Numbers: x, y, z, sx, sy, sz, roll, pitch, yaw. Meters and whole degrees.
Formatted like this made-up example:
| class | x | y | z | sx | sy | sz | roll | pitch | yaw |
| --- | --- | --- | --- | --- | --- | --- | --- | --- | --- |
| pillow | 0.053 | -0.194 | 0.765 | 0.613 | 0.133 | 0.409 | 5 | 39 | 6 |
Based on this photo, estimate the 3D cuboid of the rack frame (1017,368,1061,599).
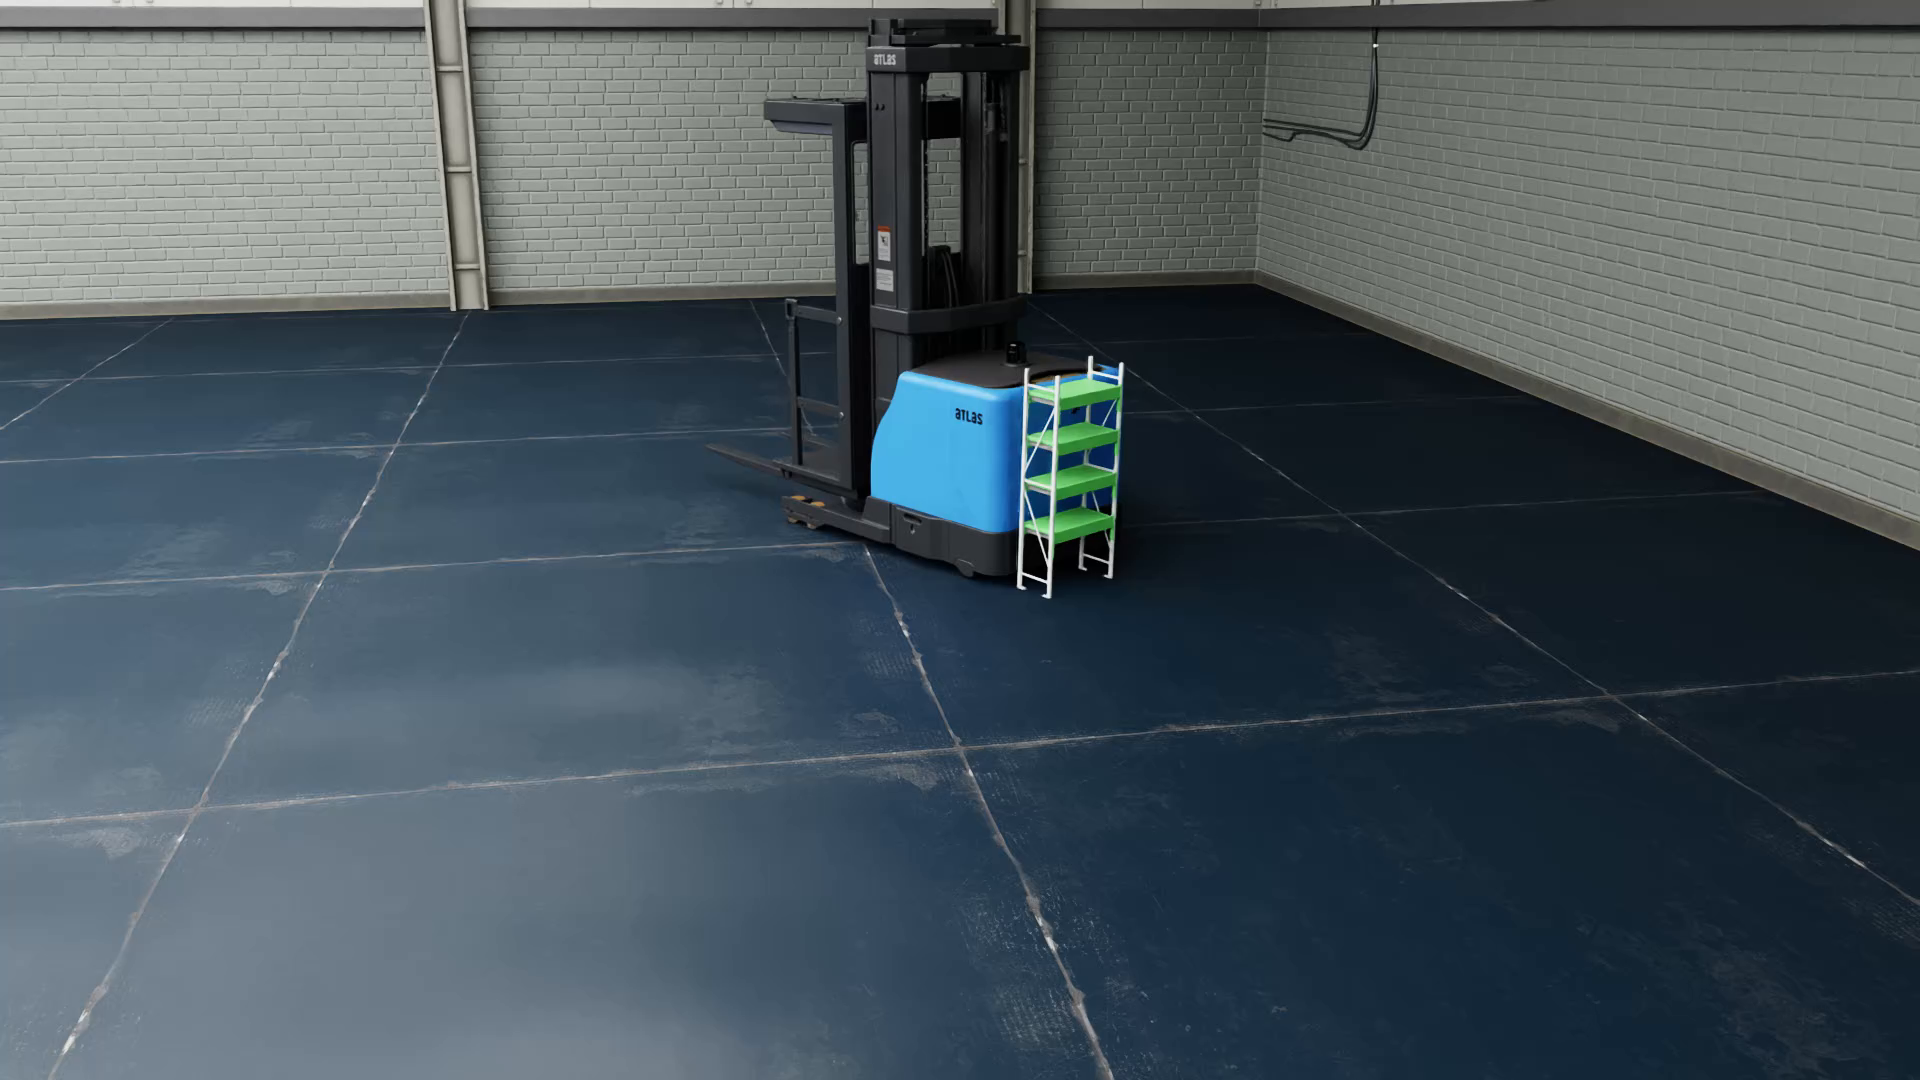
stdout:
| class | x | y | z | sx | sy | sz | roll | pitch | yaw |
| --- | --- | --- | --- | --- | --- | --- | --- | --- | --- |
| rack frame | 0.410 | -0.289 | 8.696 | 0.015 | 1.200 | 0.240 | -16 | 25 | -41 |

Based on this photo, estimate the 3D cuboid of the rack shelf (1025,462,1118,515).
| class | x | y | z | sx | sy | sz | roll | pitch | yaw |
| --- | --- | --- | --- | --- | --- | --- | --- | --- | --- |
| rack shelf | 0.585 | -0.278 | 8.876 | 0.480 | 0.148 | 0.258 | -16 | 25 | -41 |

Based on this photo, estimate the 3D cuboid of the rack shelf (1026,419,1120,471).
| class | x | y | z | sx | sy | sz | roll | pitch | yaw |
| --- | --- | --- | --- | --- | --- | --- | --- | --- | --- |
| rack shelf | 0.591 | -0.506 | 8.801 | 0.480 | 0.148 | 0.258 | -16 | 25 | -41 |

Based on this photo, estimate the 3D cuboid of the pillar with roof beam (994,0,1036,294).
| class | x | y | z | sx | sy | sz | roll | pitch | yaw |
| --- | --- | --- | --- | --- | --- | --- | --- | --- | --- |
| pillar with roof beam | 1.420 | -5.906 | 13.714 | 0.400 | 9.000 | 9.100 | -3 | 17 | -10 |

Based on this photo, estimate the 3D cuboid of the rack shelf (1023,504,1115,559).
| class | x | y | z | sx | sy | sz | roll | pitch | yaw |
| --- | --- | --- | --- | --- | --- | --- | --- | --- | --- |
| rack shelf | 0.580 | -0.050 | 8.952 | 0.480 | 0.148 | 0.258 | -16 | 25 | -41 |

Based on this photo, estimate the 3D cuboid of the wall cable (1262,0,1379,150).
| class | x | y | z | sx | sy | sz | roll | pitch | yaw |
| --- | --- | --- | --- | --- | --- | --- | --- | --- | --- |
| wall cable | 3.747 | -5.446 | 17.504 | 0.112 | 2.526 | 3.097 | -3 | 17 | -10 |

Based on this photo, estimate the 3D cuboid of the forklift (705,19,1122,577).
| class | x | y | z | sx | sy | sz | roll | pitch | yaw |
| --- | --- | --- | --- | --- | --- | --- | --- | --- | --- |
| forklift | -0.441 | -1.557 | 9.888 | 1.130 | 2.935 | 3.031 | -15 | 23 | -40 |

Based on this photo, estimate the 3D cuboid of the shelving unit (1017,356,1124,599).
| class | x | y | z | sx | sy | sz | roll | pitch | yaw |
| --- | --- | --- | --- | --- | --- | --- | --- | --- | --- |
| shelving unit | 0.587 | -0.339 | 8.856 | 0.503 | 1.200 | 0.258 | -16 | 25 | -41 |

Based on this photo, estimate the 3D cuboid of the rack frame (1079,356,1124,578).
| class | x | y | z | sx | sy | sz | roll | pitch | yaw |
| --- | --- | --- | --- | --- | --- | --- | --- | --- | --- |
| rack frame | 0.764 | -0.388 | 9.017 | 0.015 | 1.200 | 0.240 | -16 | 25 | -41 |

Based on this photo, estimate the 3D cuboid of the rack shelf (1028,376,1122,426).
| class | x | y | z | sx | sy | sz | roll | pitch | yaw |
| --- | --- | --- | --- | --- | --- | --- | --- | --- | --- |
| rack shelf | 0.596 | -0.733 | 8.725 | 0.480 | 0.148 | 0.258 | -16 | 25 | -41 |

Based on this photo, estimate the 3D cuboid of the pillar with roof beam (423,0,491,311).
| class | x | y | z | sx | sy | sz | roll | pitch | yaw |
| --- | --- | --- | --- | --- | --- | --- | --- | --- | --- |
| pillar with roof beam | -4.471 | -5.572 | 12.626 | 0.400 | 9.000 | 9.100 | -3 | 17 | -10 |
